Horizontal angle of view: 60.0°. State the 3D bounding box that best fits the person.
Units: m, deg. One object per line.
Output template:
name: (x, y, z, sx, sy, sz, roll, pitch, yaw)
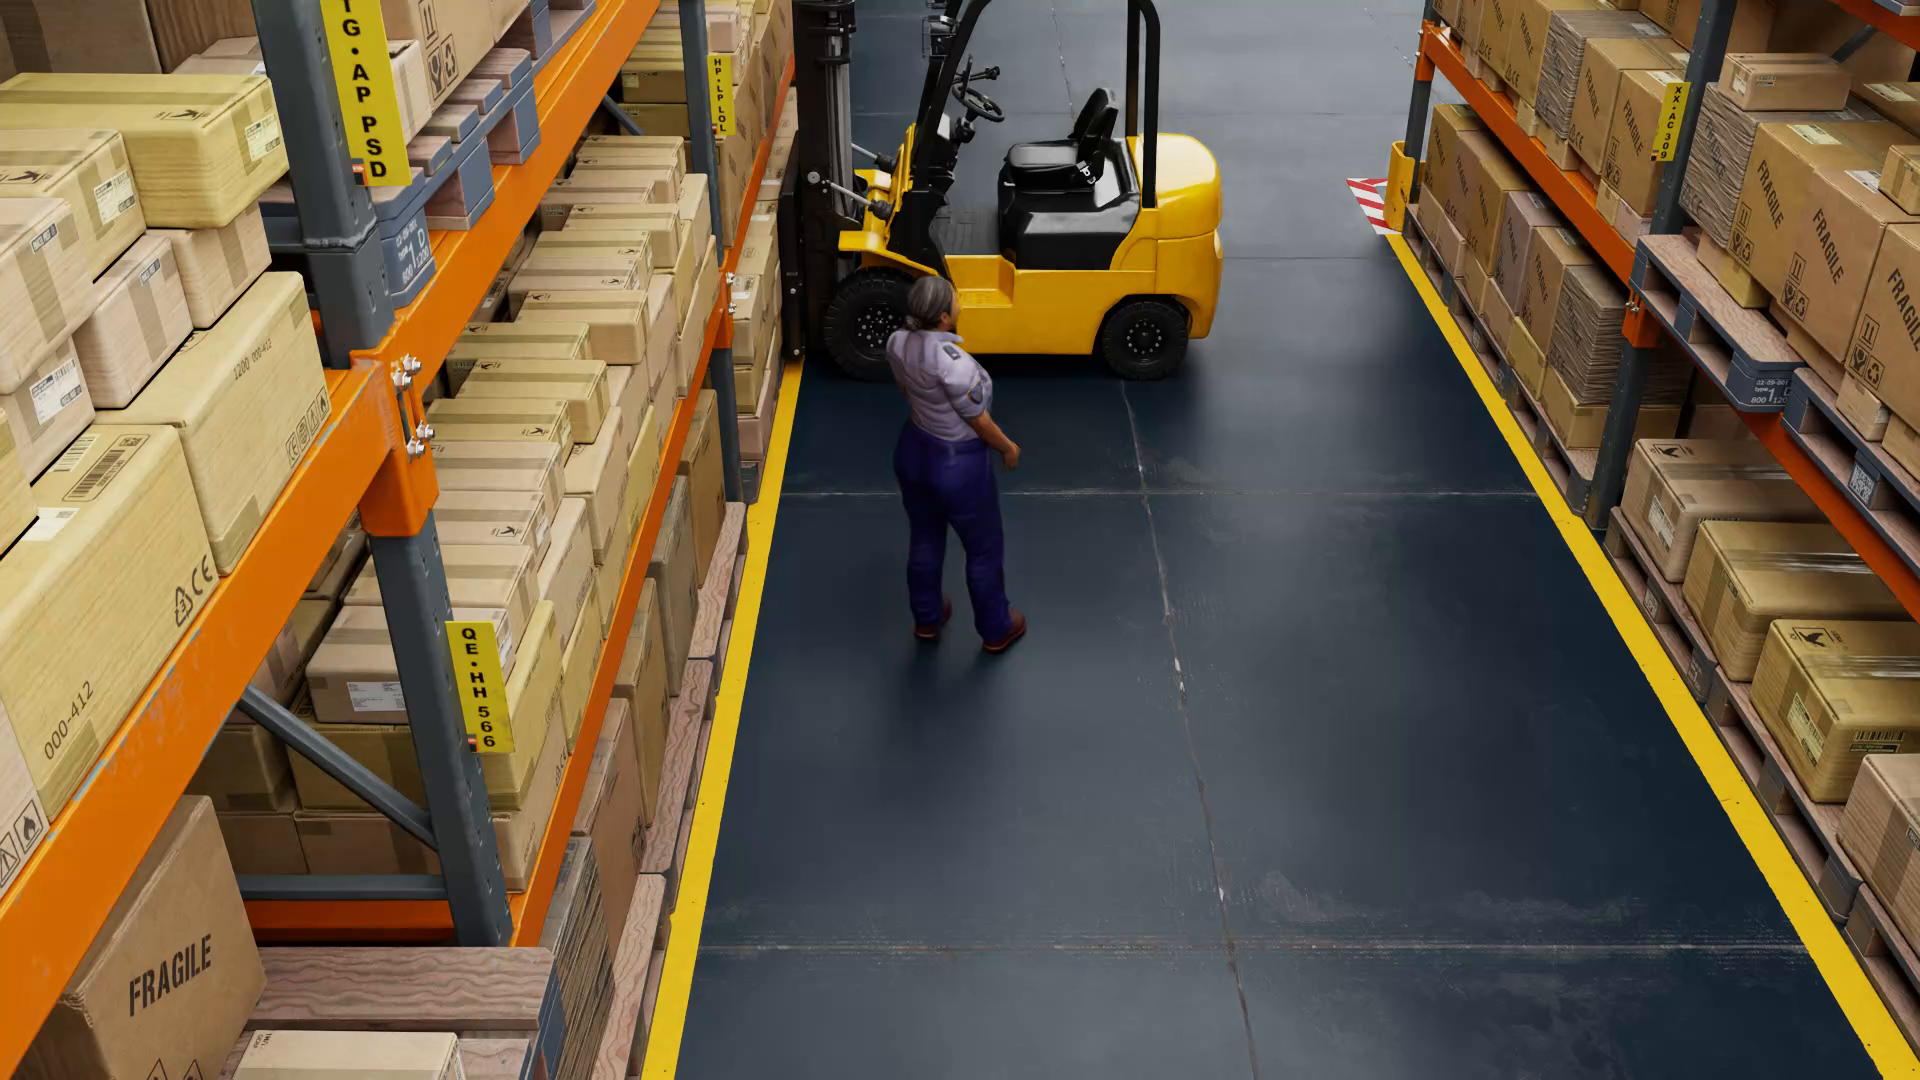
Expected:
person: (-0.009, -0.319, 6.651, 0.495, 1.649, 0.518, -28, 41, -37)
